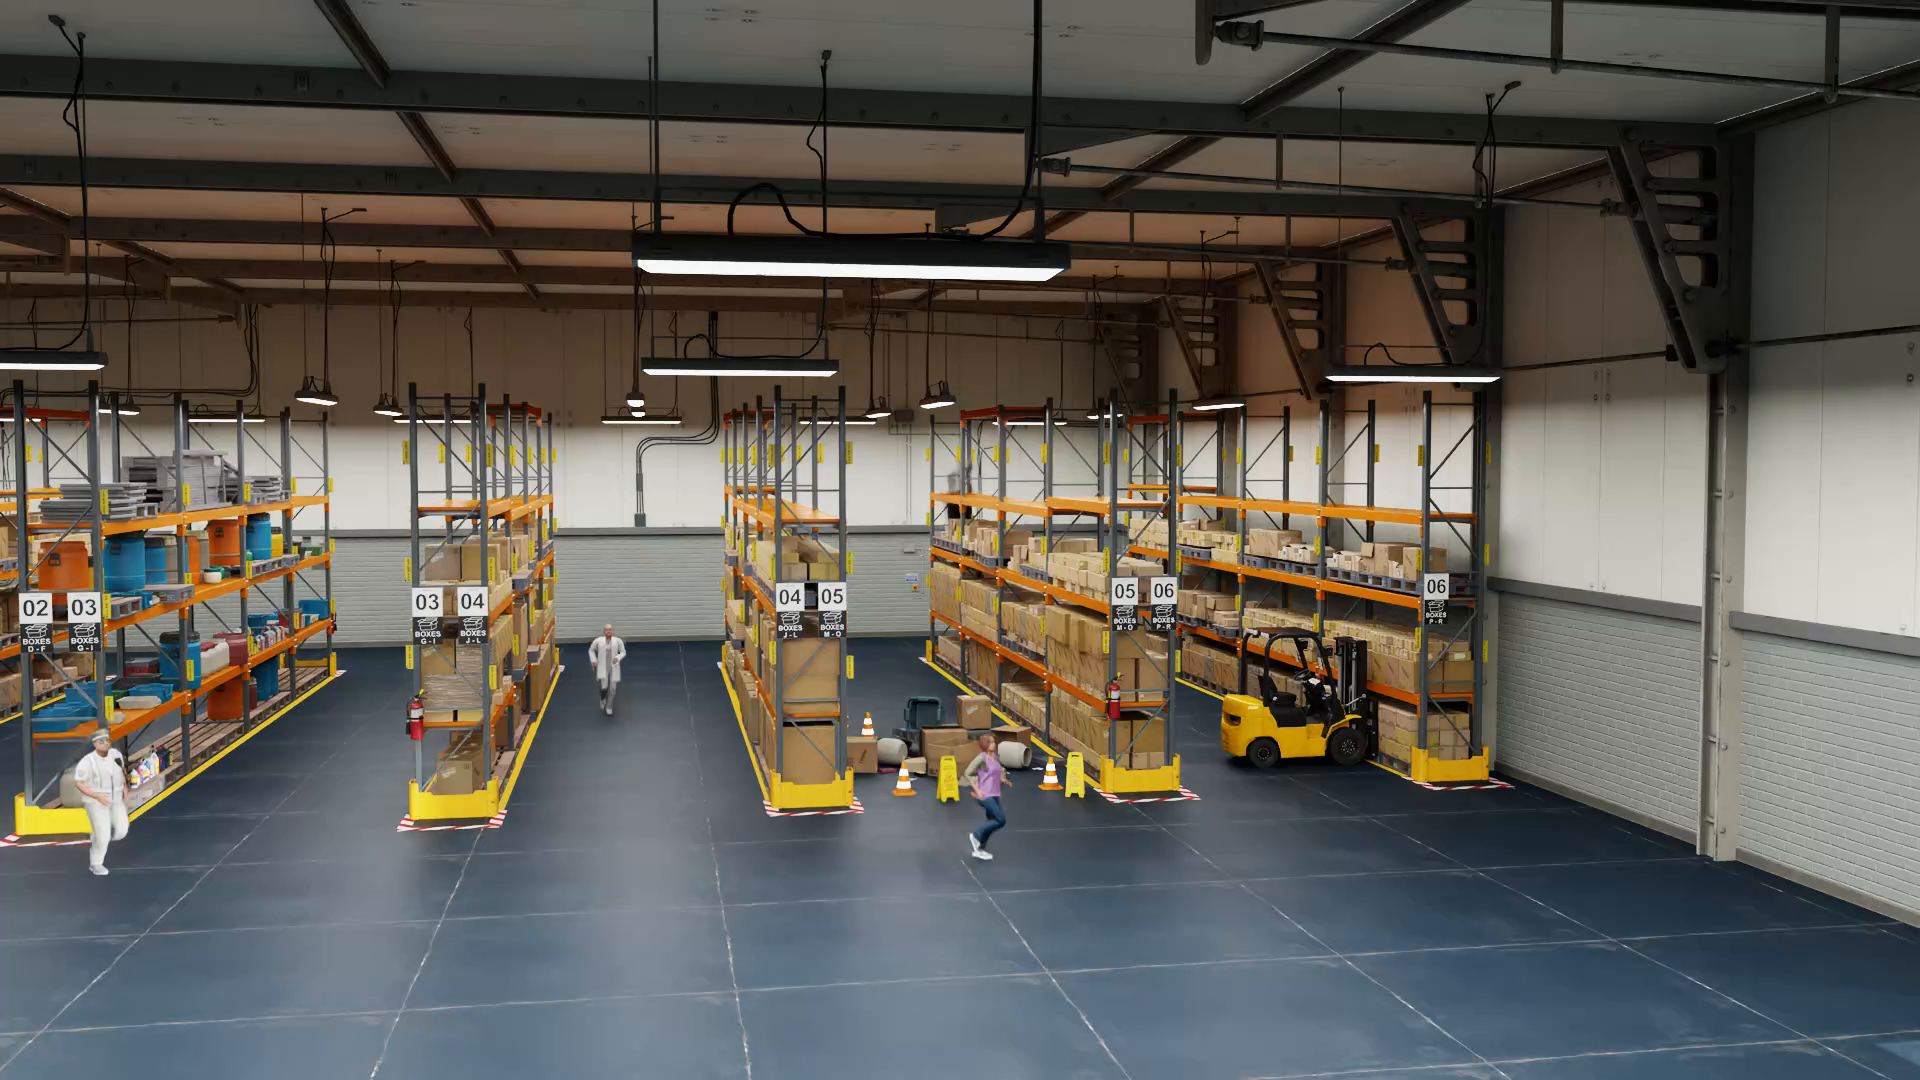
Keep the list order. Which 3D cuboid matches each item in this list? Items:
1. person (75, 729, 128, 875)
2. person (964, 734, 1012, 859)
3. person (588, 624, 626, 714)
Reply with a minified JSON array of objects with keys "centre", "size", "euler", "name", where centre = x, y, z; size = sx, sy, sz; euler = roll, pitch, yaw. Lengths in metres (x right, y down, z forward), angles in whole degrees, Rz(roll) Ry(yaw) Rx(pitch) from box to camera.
[{"centre":[-10.290,3.126,19.989],"size":[0.668,1.749,0.684],"euler":[2,3,31],"name":"person"},{"centre":[0.381,3.175,20.539],"size":[0.549,1.559,0.522],"euler":[1,3,27],"name":"person"},{"centre":[-6.807,2.500,32.166],"size":[0.702,1.728,0.627],"euler":[-1,3,-17],"name":"person"}]
